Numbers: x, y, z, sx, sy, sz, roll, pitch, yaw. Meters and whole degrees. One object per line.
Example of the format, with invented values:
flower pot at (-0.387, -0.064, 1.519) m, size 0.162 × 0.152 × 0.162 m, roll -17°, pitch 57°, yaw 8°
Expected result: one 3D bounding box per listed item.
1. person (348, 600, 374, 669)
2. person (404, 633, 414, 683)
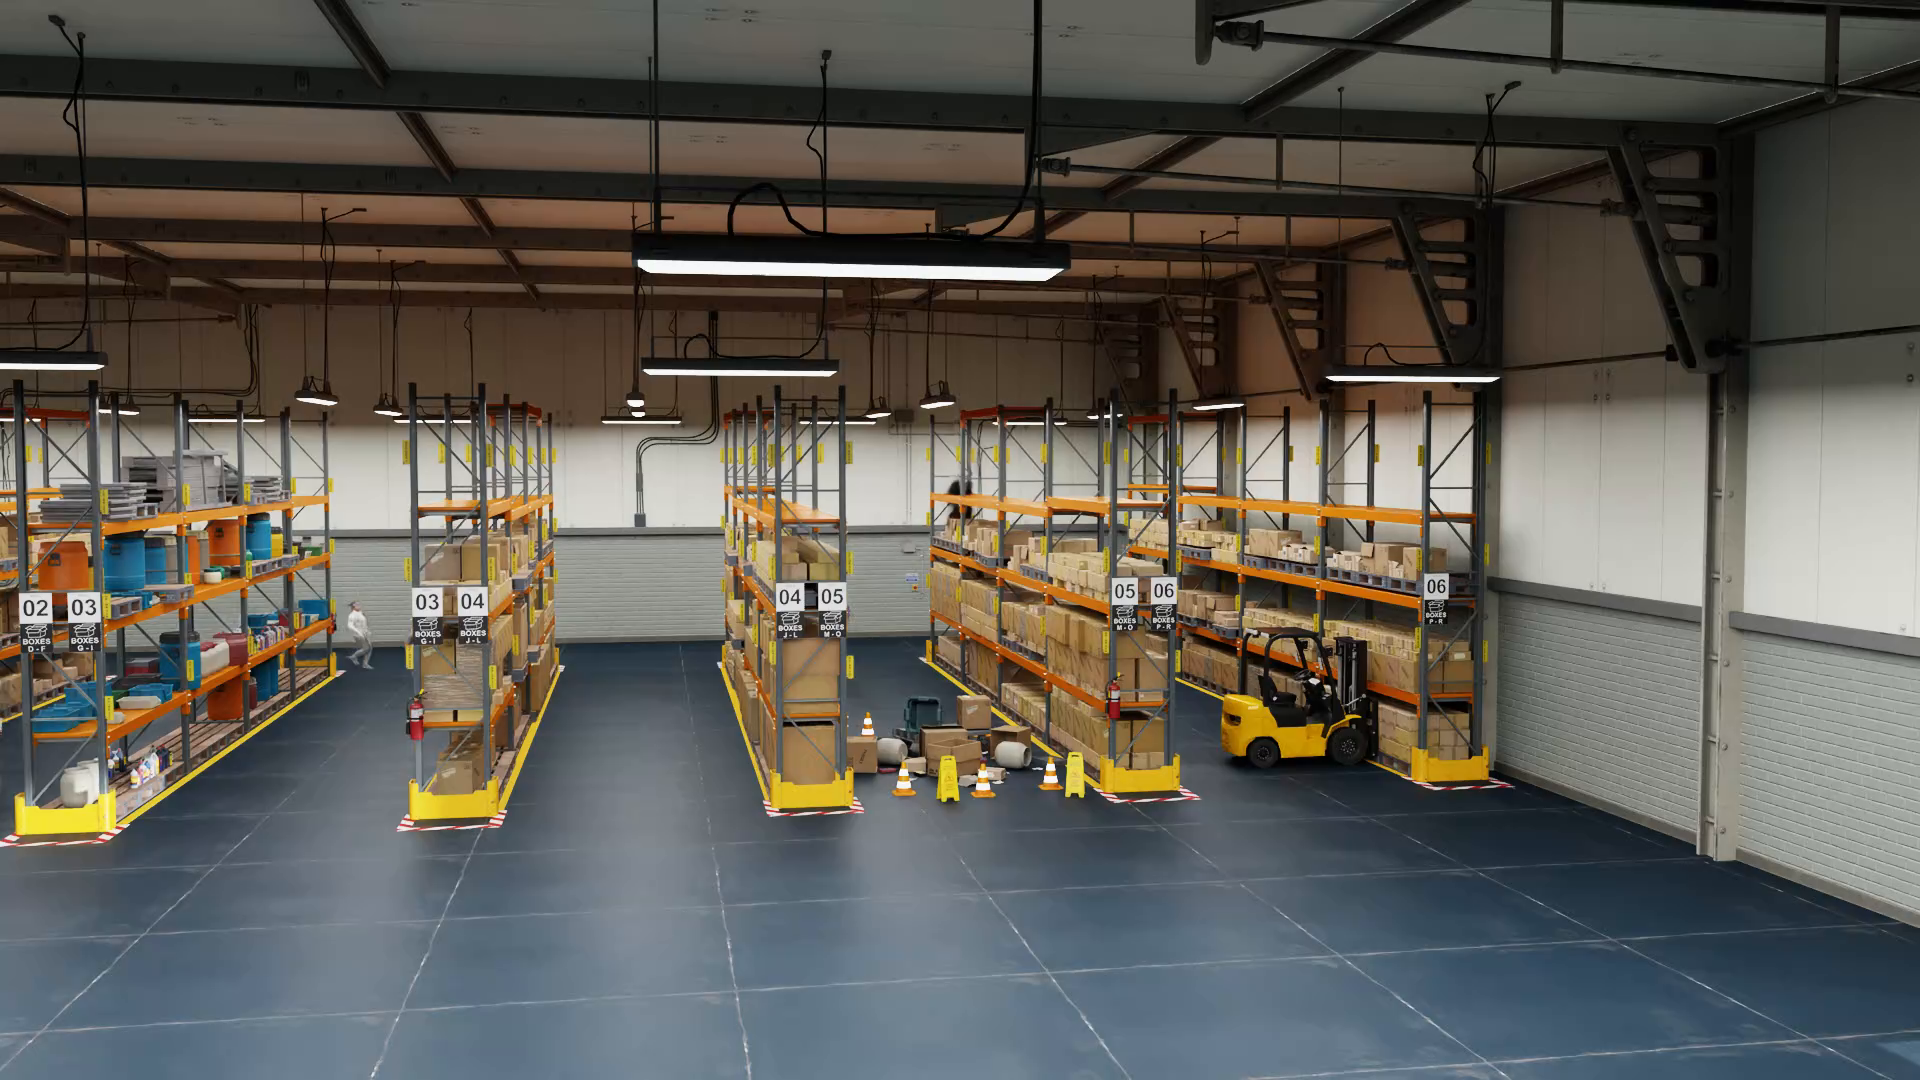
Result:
person at (-14.080, 2.219, 39.005) m, size 0.545 × 1.659 × 0.673 m, roll 0°, pitch 3°, yaw 9°
person at (-10.841, 2.456, 33.528) m, size 0.678 × 1.756 × 0.814 m, roll -1°, pitch 3°, yaw -11°
